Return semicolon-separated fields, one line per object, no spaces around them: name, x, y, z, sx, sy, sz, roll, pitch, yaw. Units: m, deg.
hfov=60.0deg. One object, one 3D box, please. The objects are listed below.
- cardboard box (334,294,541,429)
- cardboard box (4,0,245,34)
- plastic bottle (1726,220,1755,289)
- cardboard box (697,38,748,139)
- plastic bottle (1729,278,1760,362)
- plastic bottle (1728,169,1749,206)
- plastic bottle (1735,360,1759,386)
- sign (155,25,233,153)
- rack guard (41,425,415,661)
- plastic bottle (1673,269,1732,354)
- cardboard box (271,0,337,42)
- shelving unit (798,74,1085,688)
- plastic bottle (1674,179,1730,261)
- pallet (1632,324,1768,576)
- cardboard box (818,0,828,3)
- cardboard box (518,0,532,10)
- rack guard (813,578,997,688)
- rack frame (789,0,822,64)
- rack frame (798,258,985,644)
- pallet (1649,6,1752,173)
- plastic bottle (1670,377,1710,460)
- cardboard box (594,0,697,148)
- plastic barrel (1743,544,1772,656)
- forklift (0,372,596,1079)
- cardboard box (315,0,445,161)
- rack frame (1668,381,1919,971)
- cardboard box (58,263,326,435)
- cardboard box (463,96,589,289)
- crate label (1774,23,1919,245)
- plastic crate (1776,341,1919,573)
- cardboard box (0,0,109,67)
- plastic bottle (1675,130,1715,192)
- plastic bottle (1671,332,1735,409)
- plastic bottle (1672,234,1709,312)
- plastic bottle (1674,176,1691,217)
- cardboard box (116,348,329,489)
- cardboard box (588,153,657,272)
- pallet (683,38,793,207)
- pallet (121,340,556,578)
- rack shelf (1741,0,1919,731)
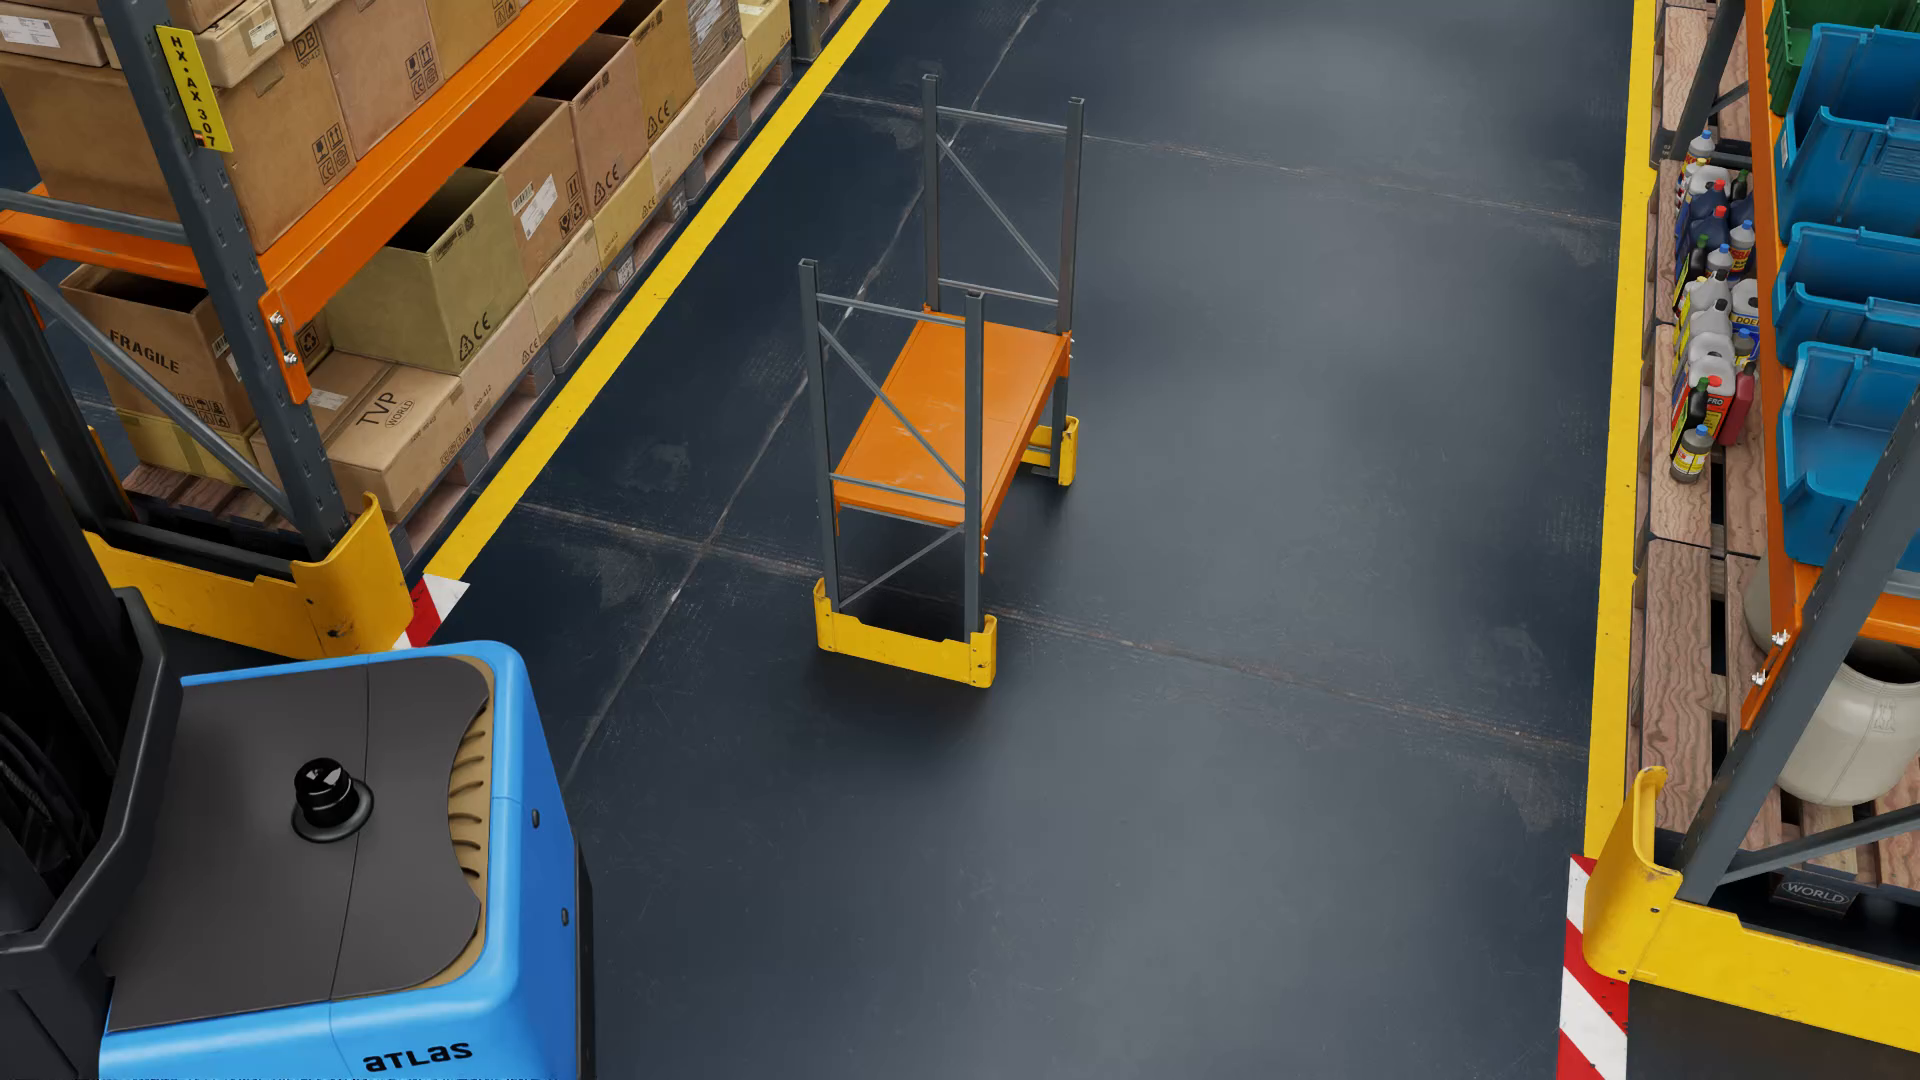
cardboard box;-1.867;-0.690;5.976;0.500;0.250;0.500;13;46;13
cardboard box;-2.219;-1.721;4.365;0.700;0.500;0.500;13;46;13
plastic bottle;2.973;-1.103;6.368;0.097;0.271;0.097;0;44;0
cardboard box;-1.271;-2.025;7.341;0.500;0.250;0.500;13;46;13
plastic bottle;2.865;-0.803;6.058;0.152;0.276;0.135;13;46;13
plastic bottle;3.058;-1.316;6.578;0.061;0.283;0.133;13;46;13
plastic bottle;2.738;-0.541;5.845;0.097;0.201;0.097;0;44;0
sign;-1.862;-1.094;4.048;0.100;0.325;0.005;13;46;13
rack guard;-2.396;0.031;5.361;1.175;0.500;0.348;13;46;13
plastic bottle;2.716;-0.844;6.047;0.144;0.351;0.185;12;46;12
cardboard box;-1.987;-1.538;4.642;0.380;0.149;0.250;11;46;11
shelving unit;-0.023;-0.485;5.174;0.587;1.500;1.083;13;46;13
plastic bottle;2.902;-1.253;6.465;0.144;0.351;0.185;14;46;14
pallet;2.931;-0.241;5.846;1.003;0.211;1.213;13;46;13
cardboard box;-0.819;-2.928;8.263;0.500;0.250;0.500;12;46;12
cardboard box;-1.769;-2.255;5.838;0.700;0.500;0.500;14;46;14
rack guard;-0.174;0.293;5.271;0.587;0.250;0.087;13;46;13
rack frame;-1.178;-3.544;7.227;1.000;3.000;0.127;13;46;13
rack frame;-0.180;-0.140;4.821;0.500;1.500;0.032;13;46;13
pallet;3.743;-2.028;7.671;1.003;0.211;1.213;13;46;13
plastic bottle;2.487;-0.412;5.654;0.061;0.283;0.133;14;46;13
cardboard box;-1.420;-1.960;6.737;0.500;0.500;0.500;13;46;13
plastic barrel;2.609;0.124;4.958;0.421;0.512;0.421;0;44;0
forklift;-2.448;0.456;3.188;3.031;2.935;1.130;-7;45;-7
cardboard box;-2.081;-1.573;5.142;0.700;0.500;0.500;14;46;14
rack frame;2.331;0.173;3.428;1.000;3.000;0.127;13;46;13
cardboard box;-2.510;-0.734;5.485;0.500;0.500;0.500;13;46;13
cardboard box;-1.726;-1.294;6.057;0.500;0.500;0.500;13;46;13
crate label;2.630;-1.123;4.728;0.502;0.435;0.616;13;46;13
plastic crate;2.197;-0.170;3.886;0.499;0.251;0.616;13;46;13
cardboard box;-2.455;-1.441;4.542;0.380;0.149;0.250;12;46;12
plastic bottle;3.028;-1.555;6.831;0.097;0.271;0.097;0;44;0
plastic bottle;2.614;-0.582;5.833;0.152;0.276;0.135;11;46;11
plastic bottle;2.755;-1.002;6.257;0.061;0.283;0.133;14;46;14
plastic bottle;2.966;-1.395;6.717;0.097;0.201;0.097;0;44;0
cardboard box;-2.508;-0.466;5.747;0.500;0.250;0.500;13;46;13
cardboard box;-1.559;-1.355;6.656;0.500;0.250;0.500;13;46;13
pallet;-1.458;-2.027;7.670;1.003;0.211;1.213;13;46;13
pallet;-2.197;-0.400;6.008;1.003;0.211;1.213;13;46;13
rack shelf;2.936;-0.903;5.042;1.077;0.370;4.000;13;46;13
